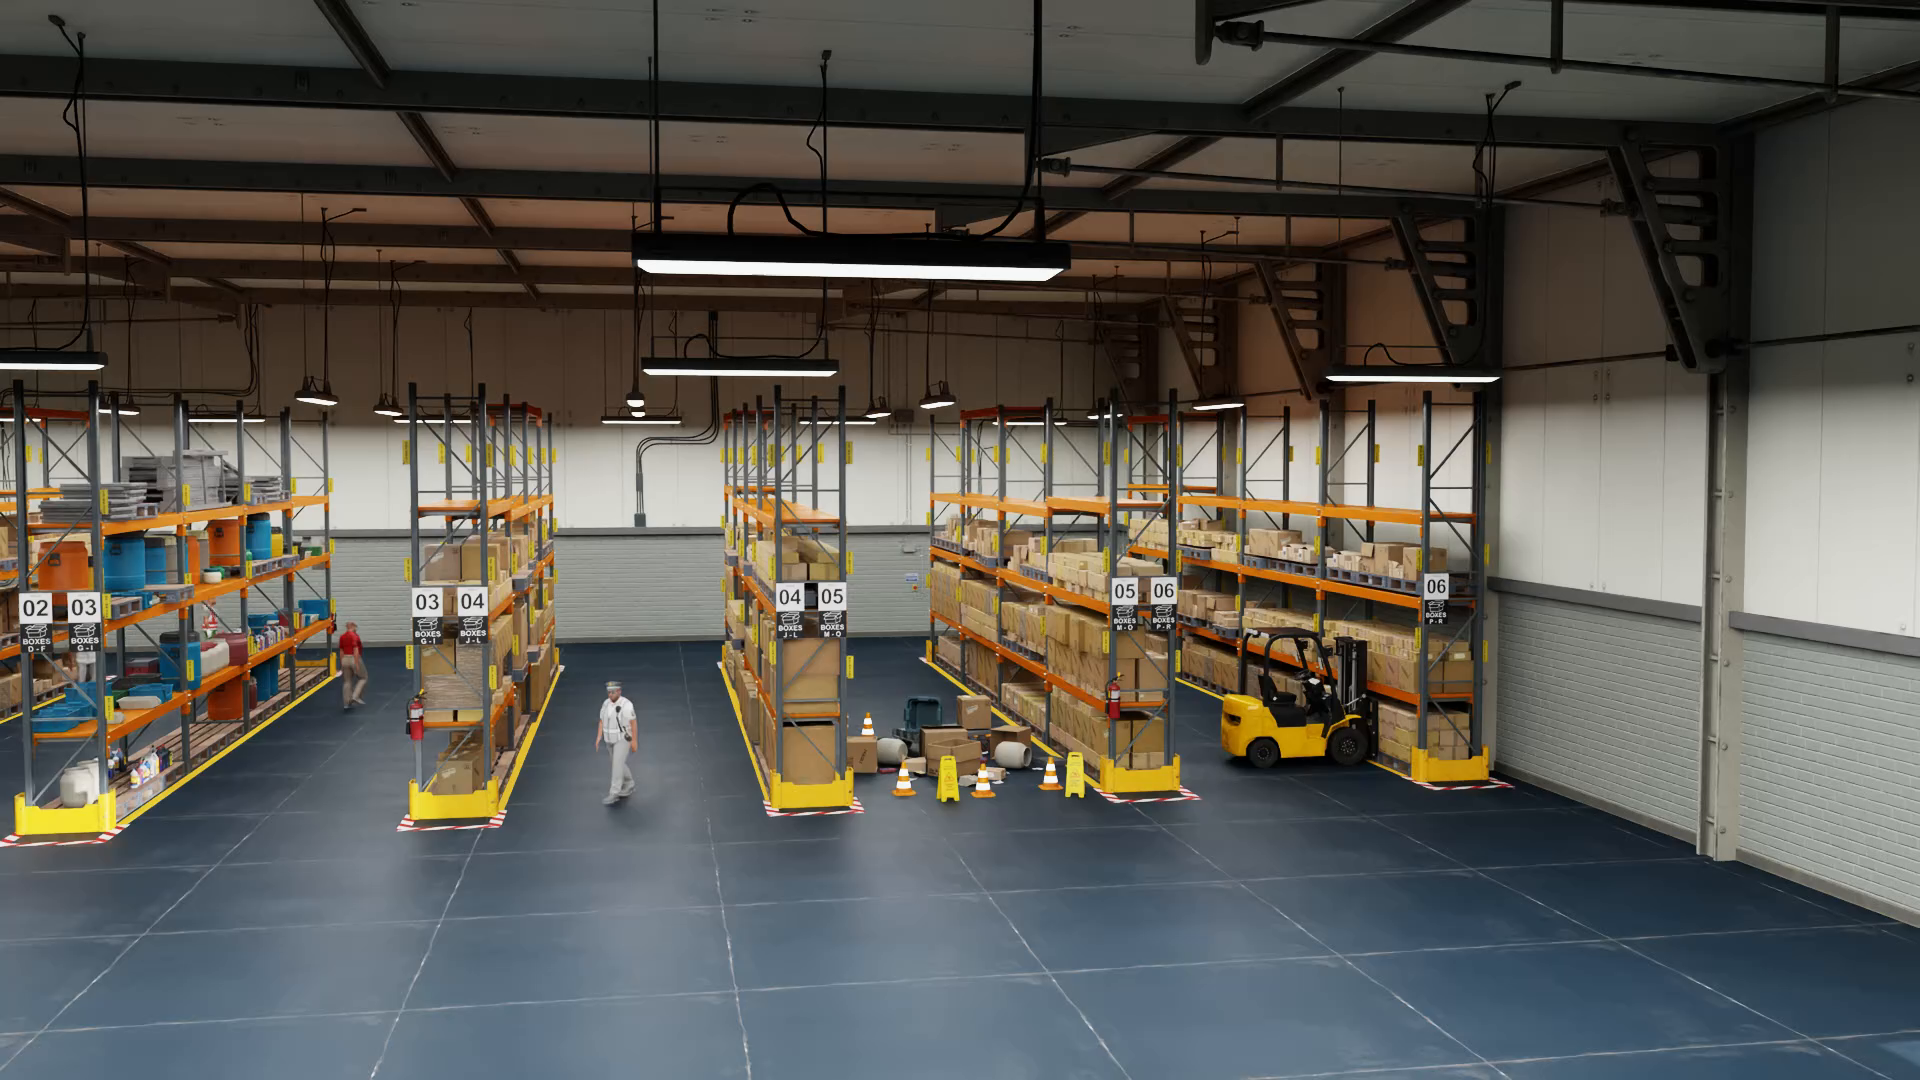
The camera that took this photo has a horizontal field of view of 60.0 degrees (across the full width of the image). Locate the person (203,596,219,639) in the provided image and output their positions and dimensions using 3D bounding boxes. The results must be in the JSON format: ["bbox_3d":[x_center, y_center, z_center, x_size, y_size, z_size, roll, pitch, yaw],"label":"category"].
[{"bbox_3d":[-17.555,2.095,38.858,0.457,1.734,0.580,-1,3,-13],"label":"person"}]

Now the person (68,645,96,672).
[{"bbox_3d":[-17.533,2.466,33.381,0.659,1.707,0.656,-2,3,-28],"label":"person"}]

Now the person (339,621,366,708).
[{"bbox_3d":[-12.069,2.463,32.957,0.579,1.711,0.451,0,3,9],"label":"person"}]

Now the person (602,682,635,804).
[{"bbox_3d":[-4.977,2.909,24.094,0.565,1.719,0.944,2,4,34],"label":"person"}]
